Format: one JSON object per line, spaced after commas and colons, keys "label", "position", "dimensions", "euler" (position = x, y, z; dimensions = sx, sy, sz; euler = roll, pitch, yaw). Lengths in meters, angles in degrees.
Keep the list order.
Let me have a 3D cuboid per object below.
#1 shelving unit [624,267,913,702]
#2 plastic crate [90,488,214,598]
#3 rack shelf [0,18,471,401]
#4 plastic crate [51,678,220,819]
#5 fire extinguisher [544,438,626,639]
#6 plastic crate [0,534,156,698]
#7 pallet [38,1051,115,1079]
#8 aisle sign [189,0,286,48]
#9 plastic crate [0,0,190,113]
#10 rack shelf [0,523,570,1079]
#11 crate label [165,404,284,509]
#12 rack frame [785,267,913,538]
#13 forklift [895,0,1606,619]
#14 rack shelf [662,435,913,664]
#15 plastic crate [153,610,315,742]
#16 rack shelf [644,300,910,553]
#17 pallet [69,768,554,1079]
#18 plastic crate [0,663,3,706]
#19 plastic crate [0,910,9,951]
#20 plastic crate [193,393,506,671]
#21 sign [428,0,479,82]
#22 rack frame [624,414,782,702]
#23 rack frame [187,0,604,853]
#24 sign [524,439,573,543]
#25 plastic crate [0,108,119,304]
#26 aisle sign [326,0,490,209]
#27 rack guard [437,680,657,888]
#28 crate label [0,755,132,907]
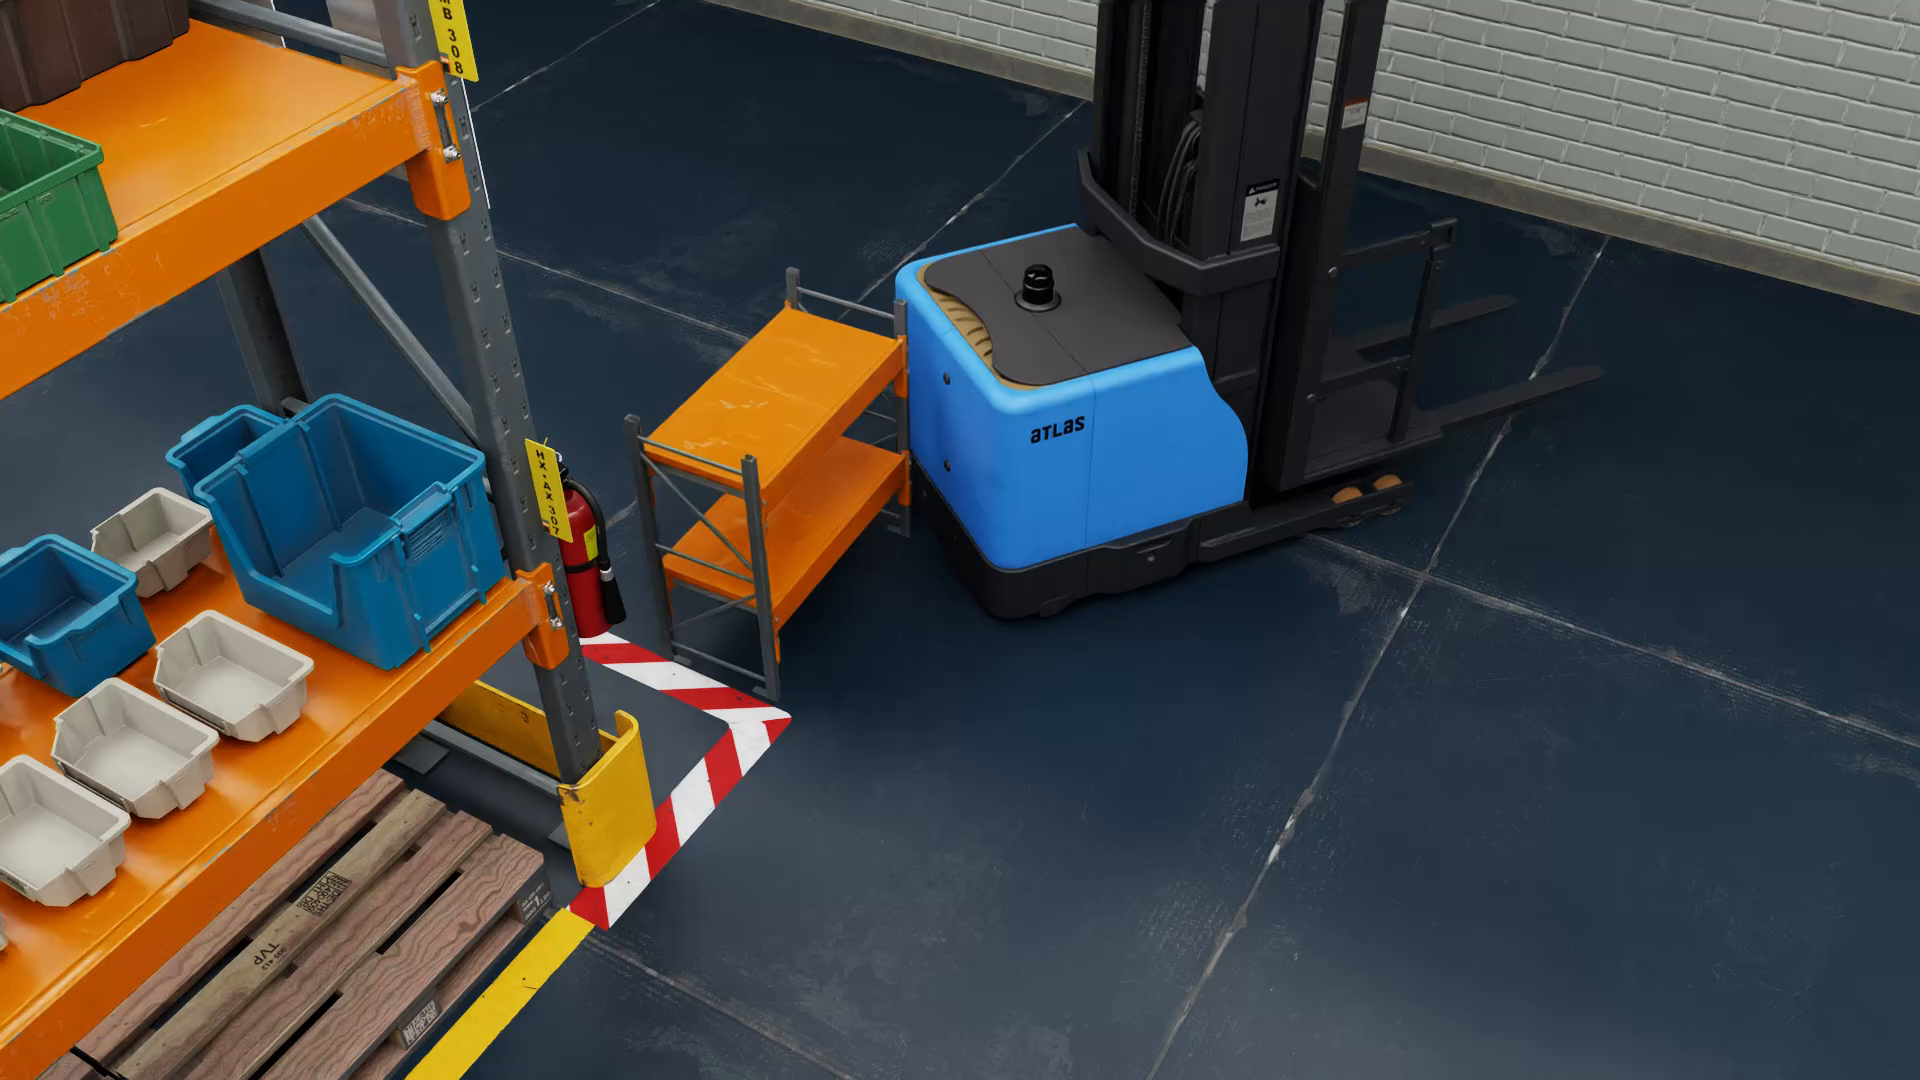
{"label": "shelving unit", "position": [-0.652, -0.213, 6.138], "dimensions": [0.538, 1.125, 1.048], "euler": [19, 45, 20]}
{"label": "plastic crate", "position": [-2.238, 0.023, 4.608], "dimensions": [0.250, 0.136, 0.298], "euler": [21, 45, 22]}
{"label": "rack shelf", "position": [-2.598, 0.047, 2.702], "dimensions": [1.077, 0.370, 4.000], "euler": [21, 45, 22]}
{"label": "plastic crate", "position": [-2.006, 0.522, 4.041], "dimensions": [0.396, 0.136, 0.243], "euler": [21, 45, 22]}
{"label": "fire extinguisher", "position": [-1.128, -0.009, 4.831], "dimensions": [0.296, 0.674, 0.183], "euler": [21, 45, 22]}
{"label": "plastic crate", "position": [-2.335, 0.208, 4.326], "dimensions": [0.416, 0.233, 0.300], "euler": [21, 45, 22]}
{"label": "pallet", "position": [-2.655, 1.959, 4.366], "dimensions": [1.003, 0.211, 1.213], "euler": [21, 45, 22]}
{"label": "aisle sign", "position": [-1.818, -1.357, 4.054], "dimensions": [0.394, 0.787, 0.004], "euler": [21, 45, 22]}
{"label": "plastic crate", "position": [-2.031, -1.190, 3.661], "dimensions": [0.497, 0.269, 0.590], "euler": [21, 45, 22]}
{"label": "rack shelf", "position": [-2.598, 1.173, 3.693], "dimensions": [1.077, 0.370, 4.000], "euler": [21, 45, 22]}
{"label": "crate label", "position": [-2.006, -0.169, 4.754], "dimensions": [0.416, 0.233, 0.303], "euler": [21, 45, 22]}
{"label": "rack frame", "position": [-0.420, -0.513, 6.476], "dimensions": [0.500, 1.125, 0.032], "euler": [19, 45, 20]}
{"label": "forklift", "position": [1.301, -1.453, 6.182], "dimensions": [3.031, 2.935, 1.130], "euler": [-17, 44, -18]}
{"label": "rack shelf", "position": [-0.652, -0.030, 6.300], "dimensions": [0.538, 0.278, 1.000], "euler": [19, 45, 20]}
{"label": "plastic crate", "position": [-1.848, 0.361, 4.224], "dimensions": [0.396, 0.136, 0.243], "euler": [21, 45, 22]}
{"label": "rack shelf", "position": [-0.652, -0.432, 5.944], "dimensions": [0.538, 0.278, 1.000], "euler": [19, 45, 20]}
{"label": "pallet", "position": [-2.043, 1.264, 5.155], "dimensions": [1.003, 0.211, 1.213], "euler": [21, 45, 22]}
{"label": "plastic crate", "position": [-2.577, 0.411, 4.167], "dimensions": [0.250, 0.136, 0.298], "euler": [21, 45, 22]}
{"label": "plastic crate", "position": [-2.256, 0.865, 3.652], "dimensions": [0.298, 0.136, 0.250], "euler": [21, 45, 22]}
{"label": "plastic crate", "position": [-1.603, -0.024, 4.436], "dimensions": [0.616, 0.435, 0.499], "euler": [21, 45, 22]}
{"label": "sign", "position": [-1.113, -1.156, 3.602], "dimensions": [0.100, 0.325, 0.005], "euler": [21, 45, 22]}
{"label": "rack frame", "position": [-0.884, 0.087, 5.799], "dimensions": [0.500, 1.125, 0.032], "euler": [19, 45, 20]}
{"label": "rack frame", "position": [-1.597, -0.242, 4.755], "dimensions": [1.000, 3.000, 0.127], "euler": [21, 45, 22]}
{"label": "sign", "position": [-1.113, -0.130, 4.505], "dimensions": [0.100, 0.325, 0.005], "euler": [21, 45, 22]}
{"label": "plastic crate", "position": [-1.843, -0.629, 3.085], "dimensions": [0.450, 0.188, 0.336], "euler": [21, 45, 22]}
{"label": "aisle sign", "position": [-1.307, -1.162, 3.832], "dimensions": [0.394, 0.787, 0.004], "euler": [21, 45, 22]}
{"label": "rack guard", "position": [-1.596, 0.678, 5.601], "dimensions": [1.175, 0.500, 0.348], "euler": [21, 45, 22]}
{"label": "crate label", "position": [-2.124, 0.690, 3.851], "dimensions": [0.396, 0.136, 0.243], "euler": [21, 45, 22]}
